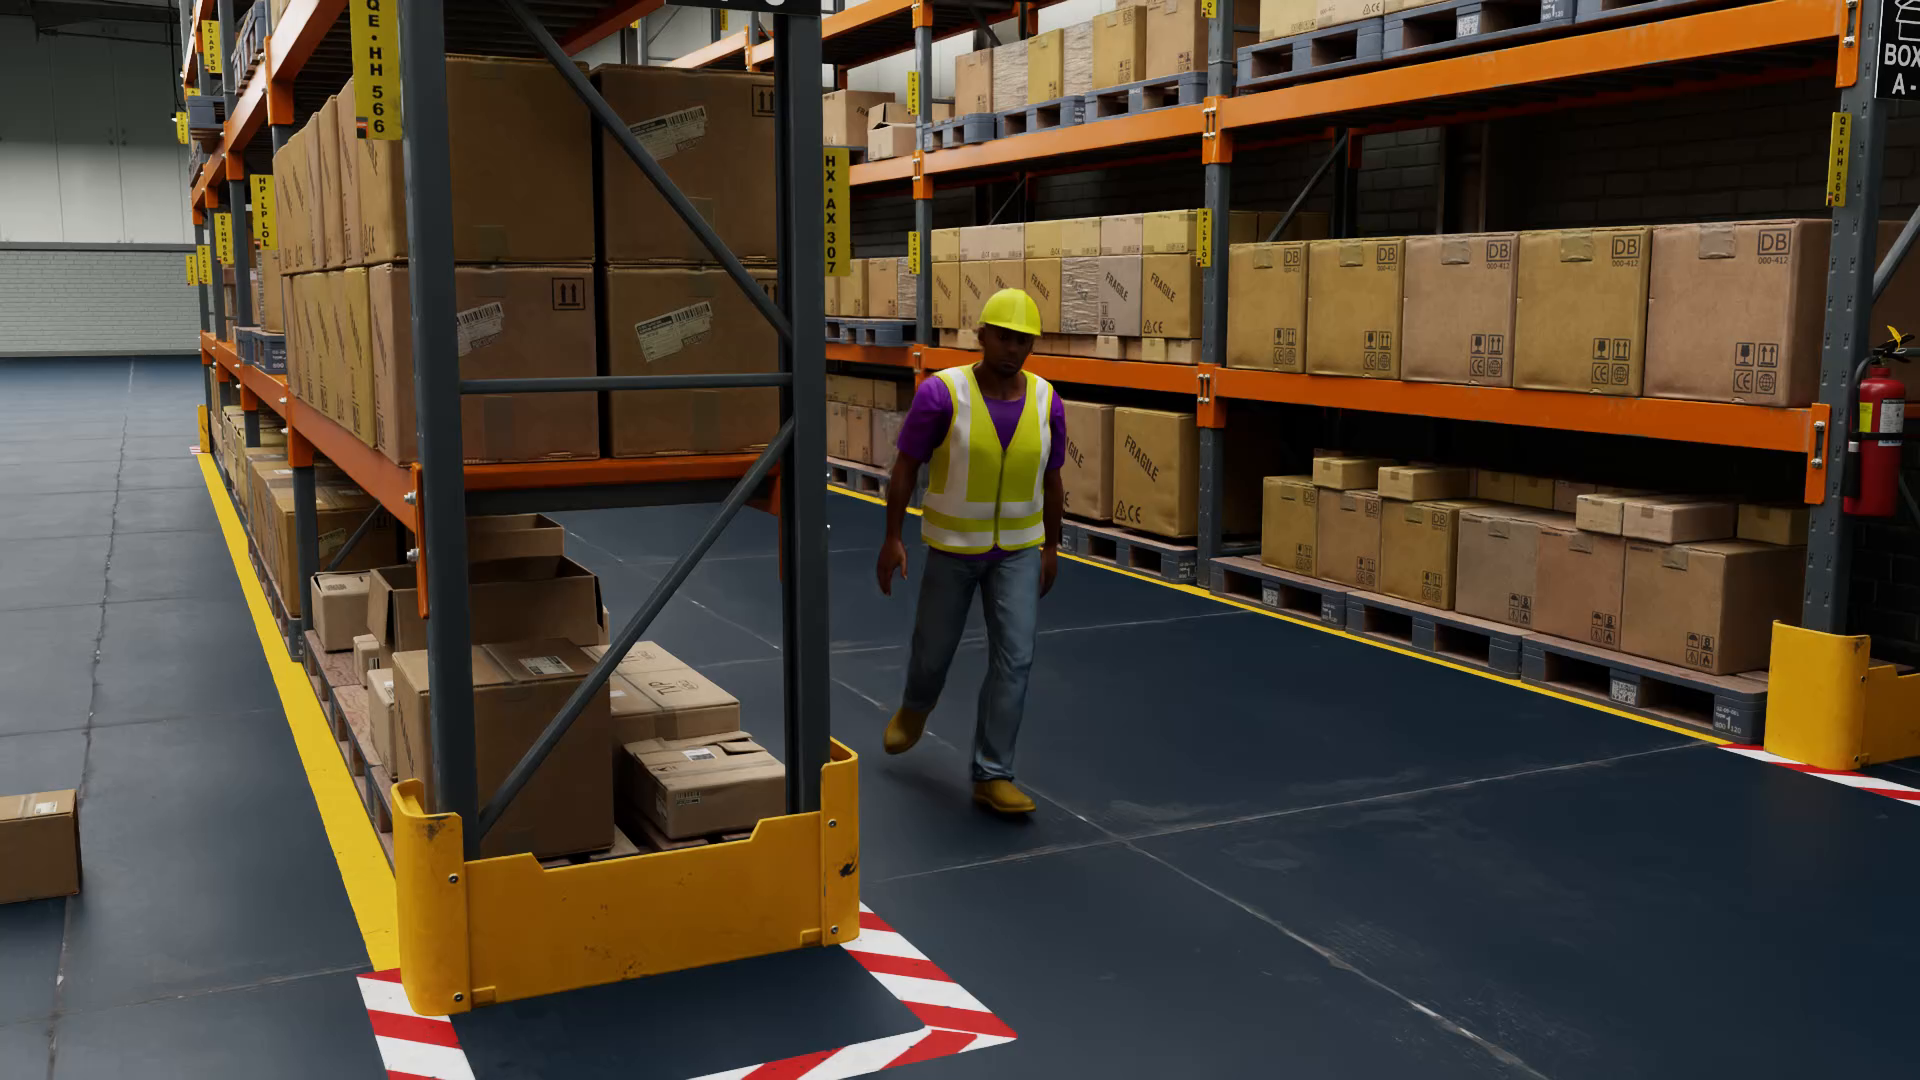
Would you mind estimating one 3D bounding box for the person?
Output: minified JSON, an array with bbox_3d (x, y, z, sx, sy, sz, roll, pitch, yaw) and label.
[{"bbox_3d":[0.022,0.011,5.715,0.665,1.739,0.865,-3,9,-17],"label":"person"}]
